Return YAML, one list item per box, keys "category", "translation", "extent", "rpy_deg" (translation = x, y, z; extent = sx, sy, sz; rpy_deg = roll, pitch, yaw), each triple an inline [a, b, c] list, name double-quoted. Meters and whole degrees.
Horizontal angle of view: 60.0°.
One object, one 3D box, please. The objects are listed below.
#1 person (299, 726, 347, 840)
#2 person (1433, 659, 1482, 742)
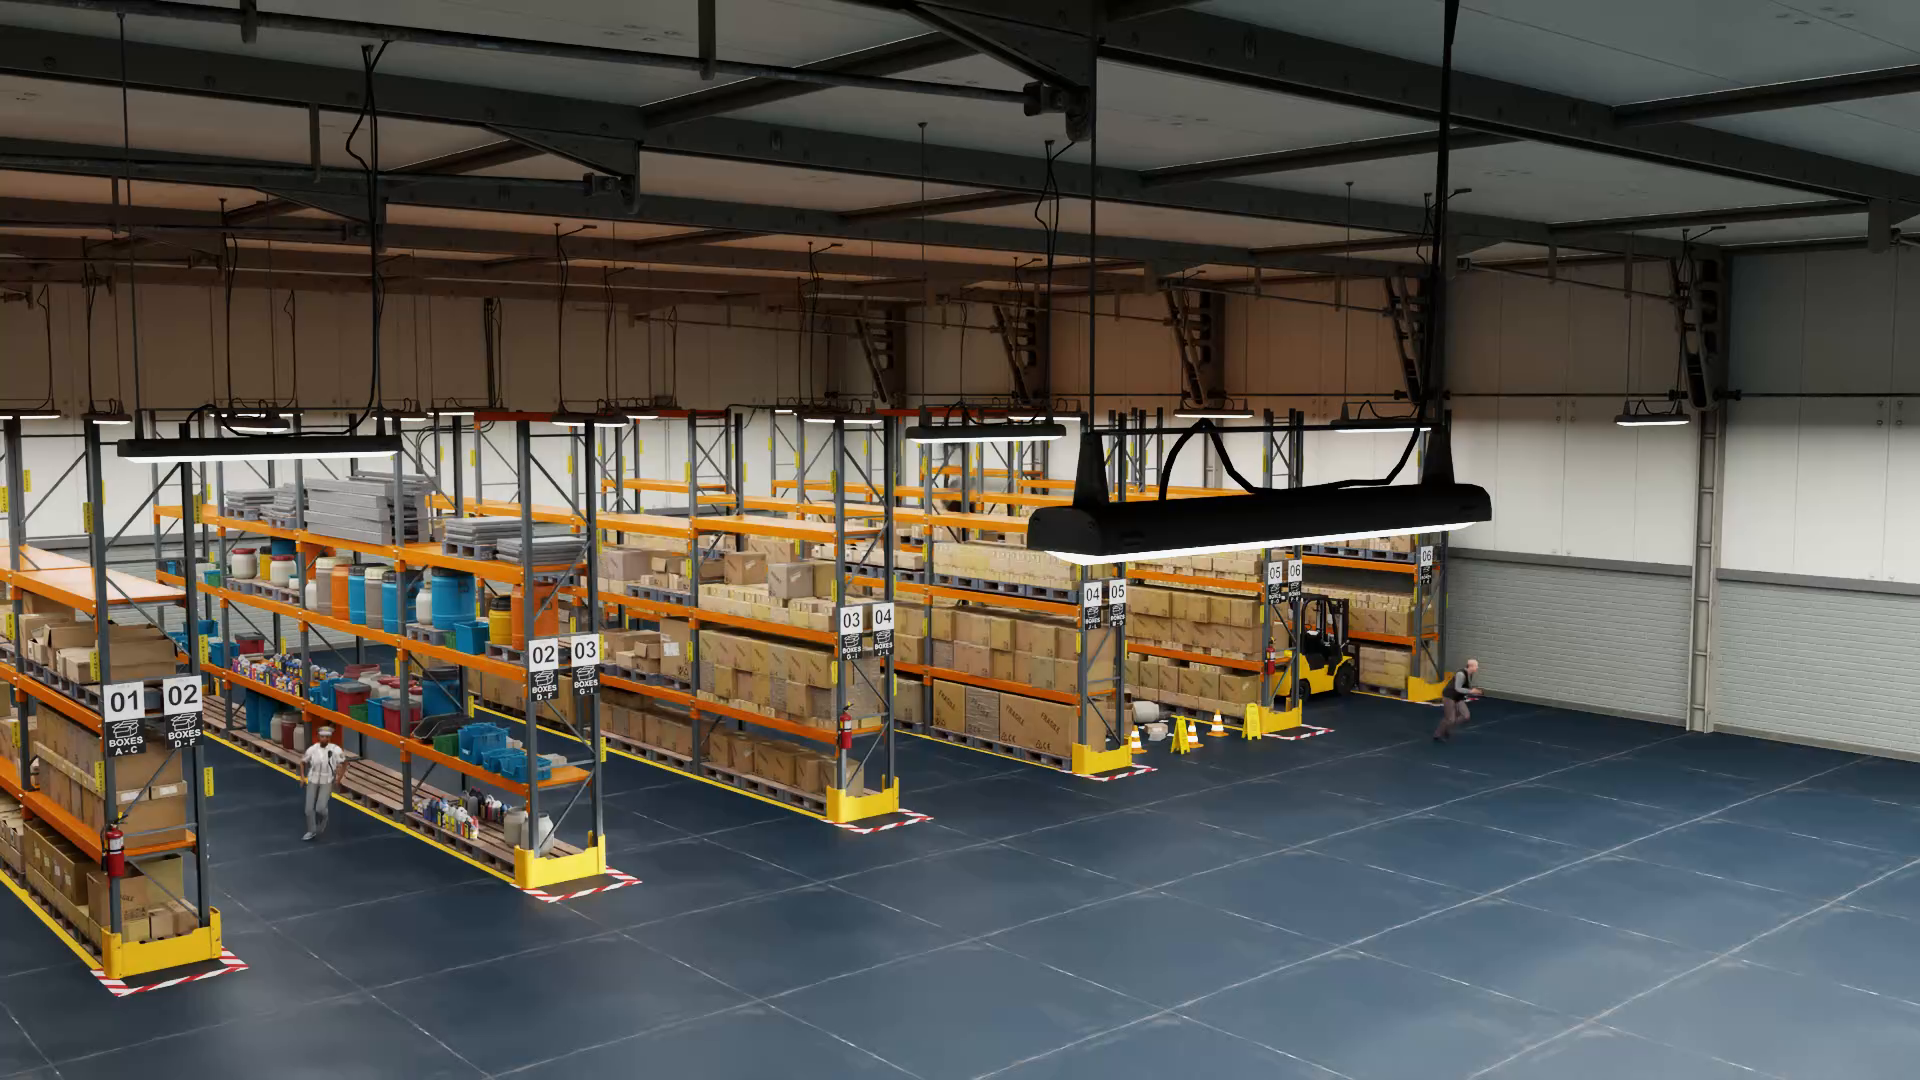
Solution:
- category: "person"
  translation: [-9.059, 3.447, 23.612]
  extent: [0.630, 1.630, 0.502]
  rpy_deg: [0, 5, -5]
- category: "person"
  translation: [9.048, 2.905, 30.158]
  extent: [0.885, 1.553, 0.687]
  rpy_deg: [3, 6, 35]
